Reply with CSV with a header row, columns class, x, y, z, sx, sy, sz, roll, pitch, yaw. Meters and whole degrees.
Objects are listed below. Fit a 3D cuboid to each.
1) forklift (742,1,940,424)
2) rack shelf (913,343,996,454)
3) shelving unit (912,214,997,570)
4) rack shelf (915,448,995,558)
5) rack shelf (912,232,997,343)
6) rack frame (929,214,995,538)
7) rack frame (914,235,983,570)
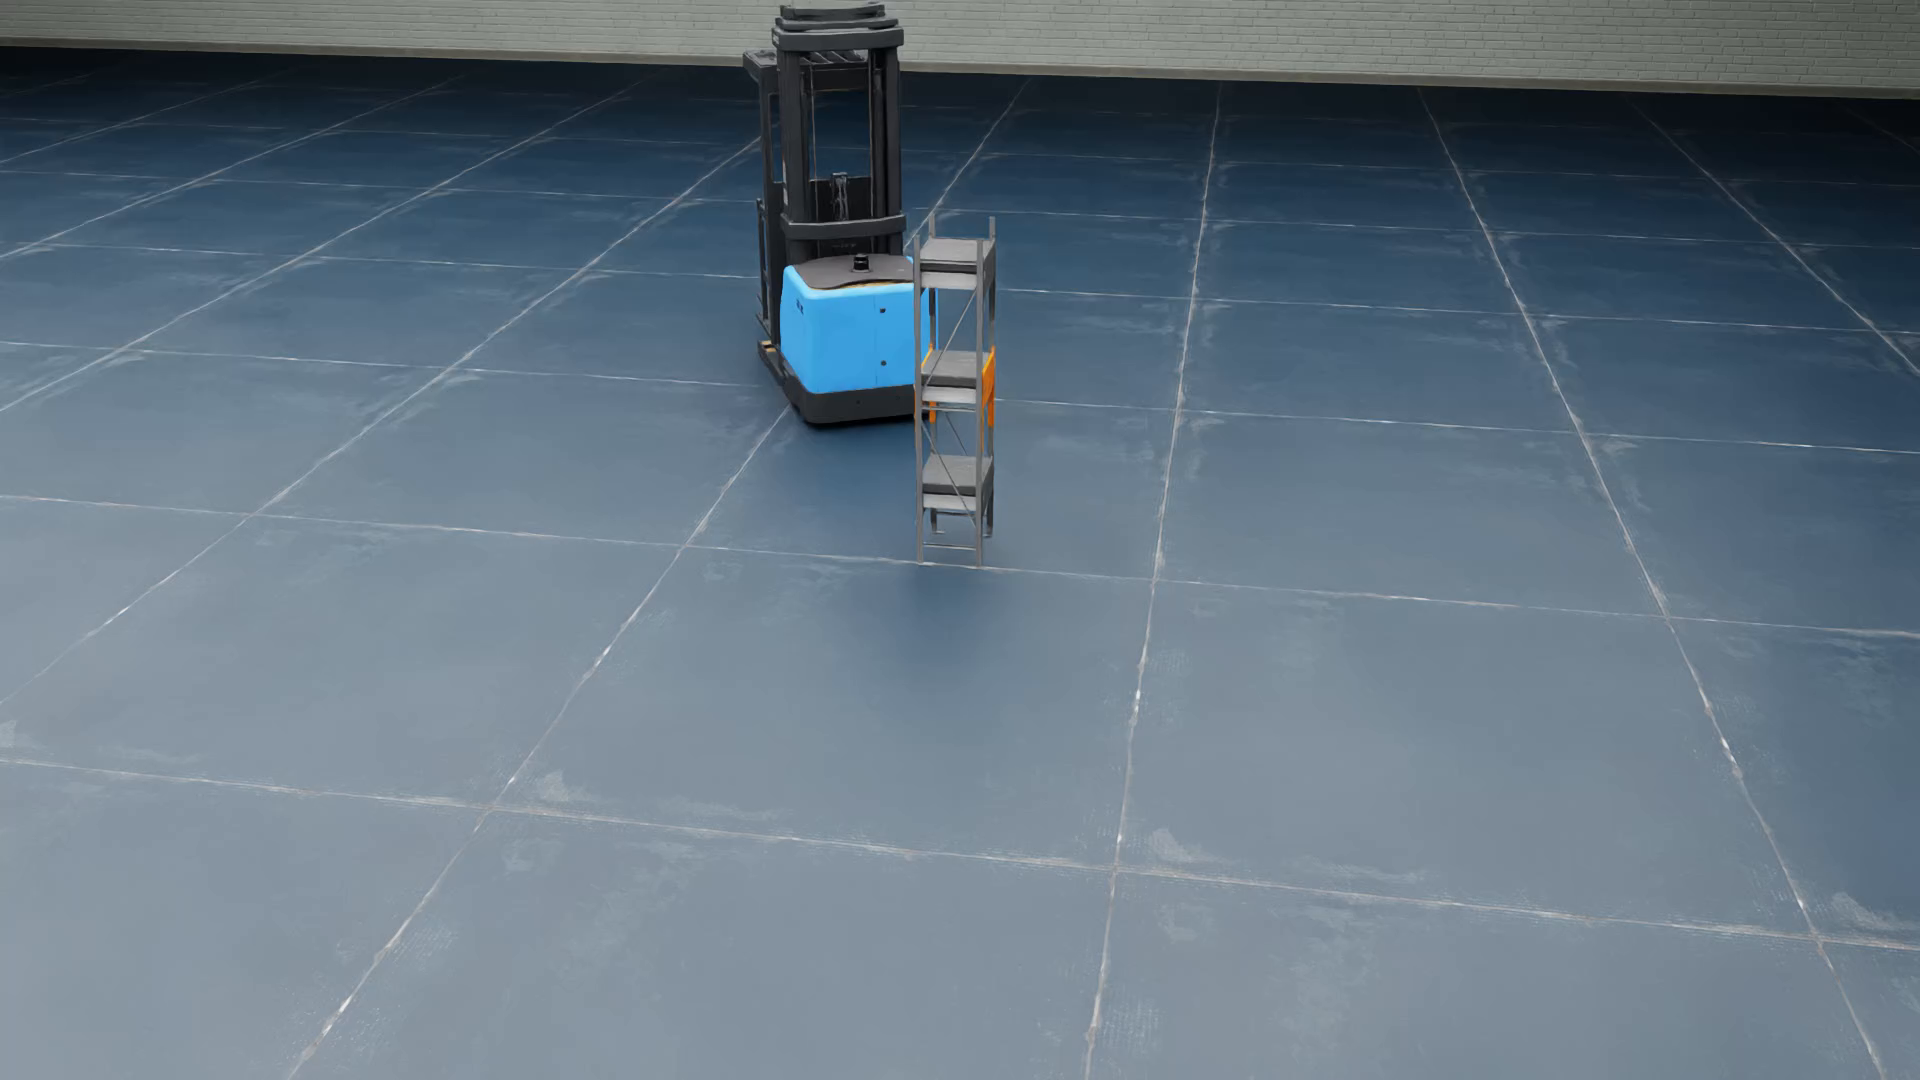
class,x,y,z,sx,sy,sz,roll,pitch,yaw
forklift,-1.067,-2.799,13.272,1.130,2.935,3.031,-7,26,-15
rack shelf,-0.027,-0.869,10.163,0.431,0.518,0.480,4,25,9
shelving unit,-0.027,-0.882,10.157,0.431,2.100,0.503,4,25,9
rack shelf,-0.027,-0.235,10.459,0.431,0.518,0.480,4,25,9
rack shelf,-0.027,-1.503,9.866,0.431,0.518,0.480,4,25,9
rack frame,0.013,-0.984,10.375,0.400,2.100,0.015,4,25,9
rack frame,-0.067,-0.780,9.939,0.400,2.100,0.015,4,25,9
